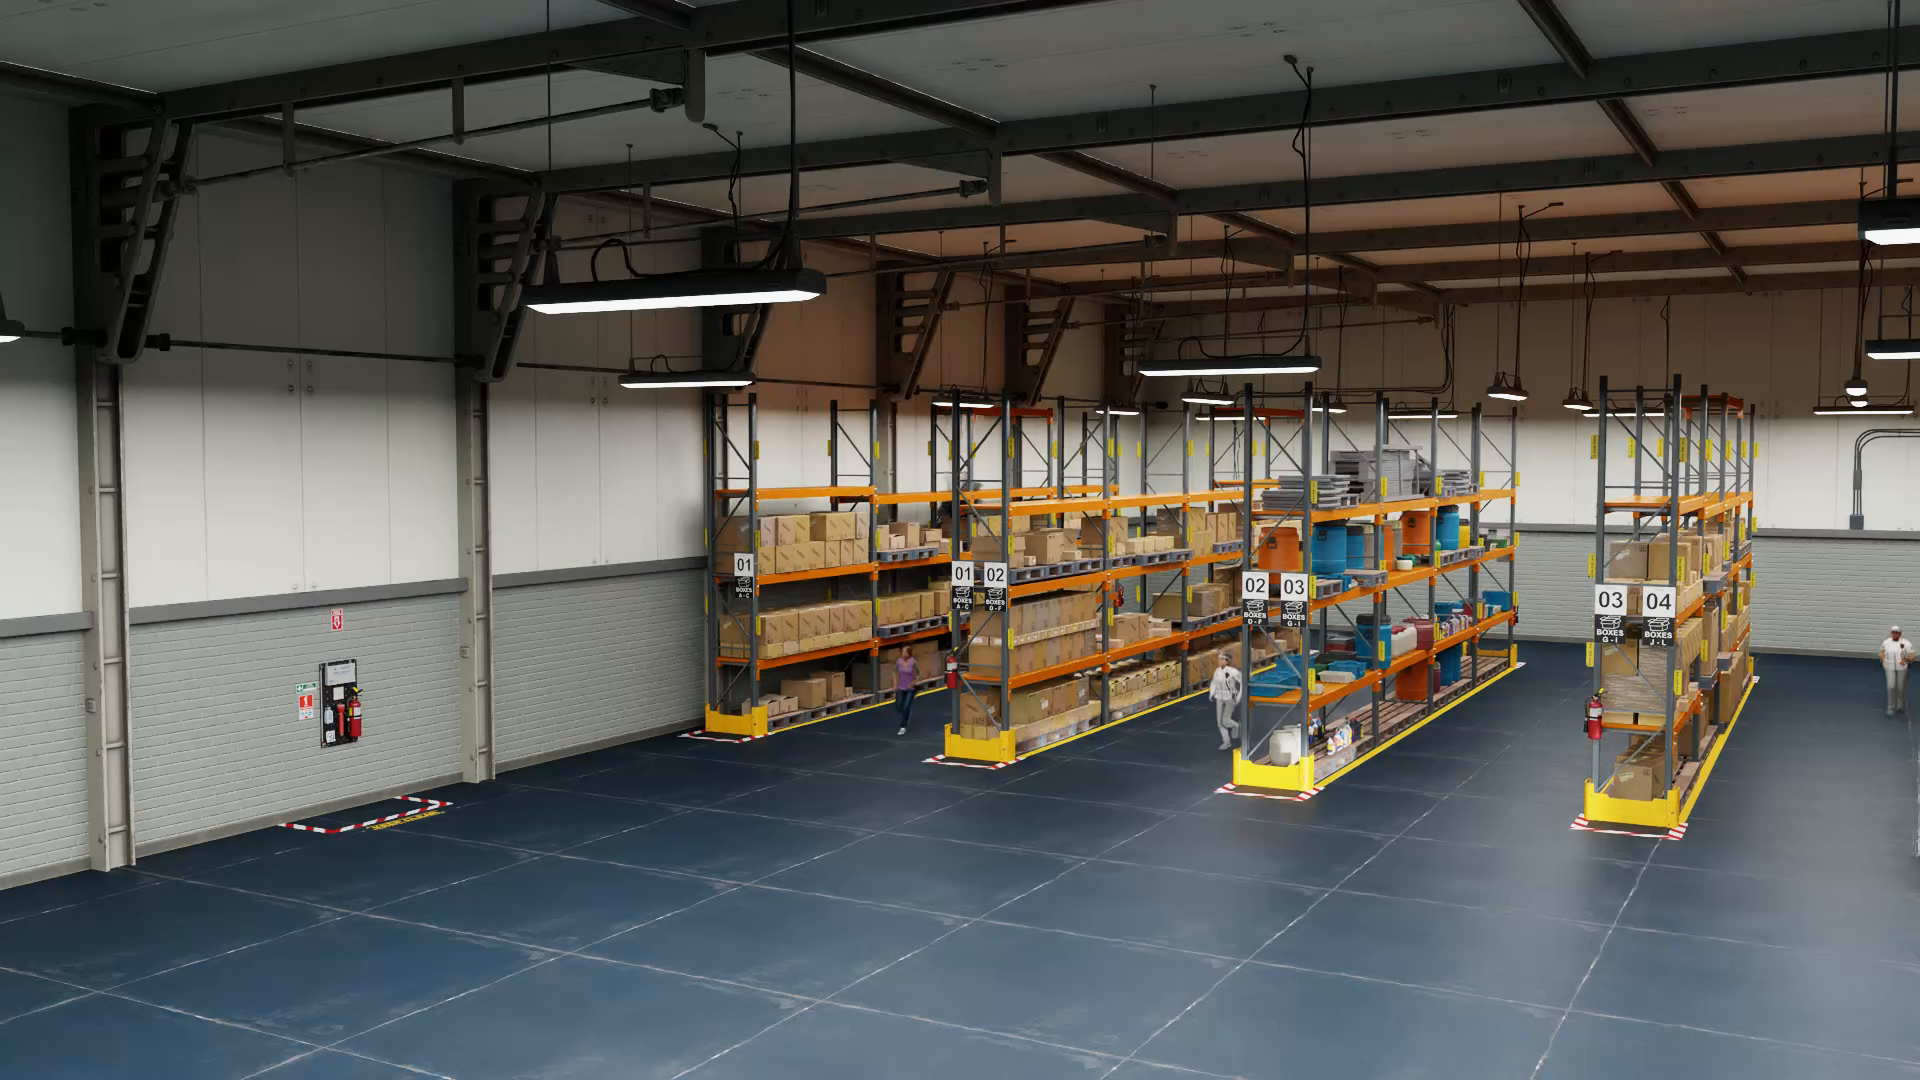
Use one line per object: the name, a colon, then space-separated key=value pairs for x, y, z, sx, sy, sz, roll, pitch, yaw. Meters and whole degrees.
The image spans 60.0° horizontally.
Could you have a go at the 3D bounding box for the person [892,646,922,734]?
person: x=-0.946 y=2.644 z=29.453 sx=0.553 sy=1.558 sz=0.534 roll=1 pitch=3 yaw=10

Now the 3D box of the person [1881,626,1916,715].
person: x=17.733 y=2.453 z=31.453 sx=0.599 sy=1.664 sz=0.858 roll=2 pitch=4 yaw=36

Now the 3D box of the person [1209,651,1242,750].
person: x=4.459 y=2.682 z=27.831 sx=0.641 sy=1.666 sz=0.623 roll=3 pitch=4 yaw=43
